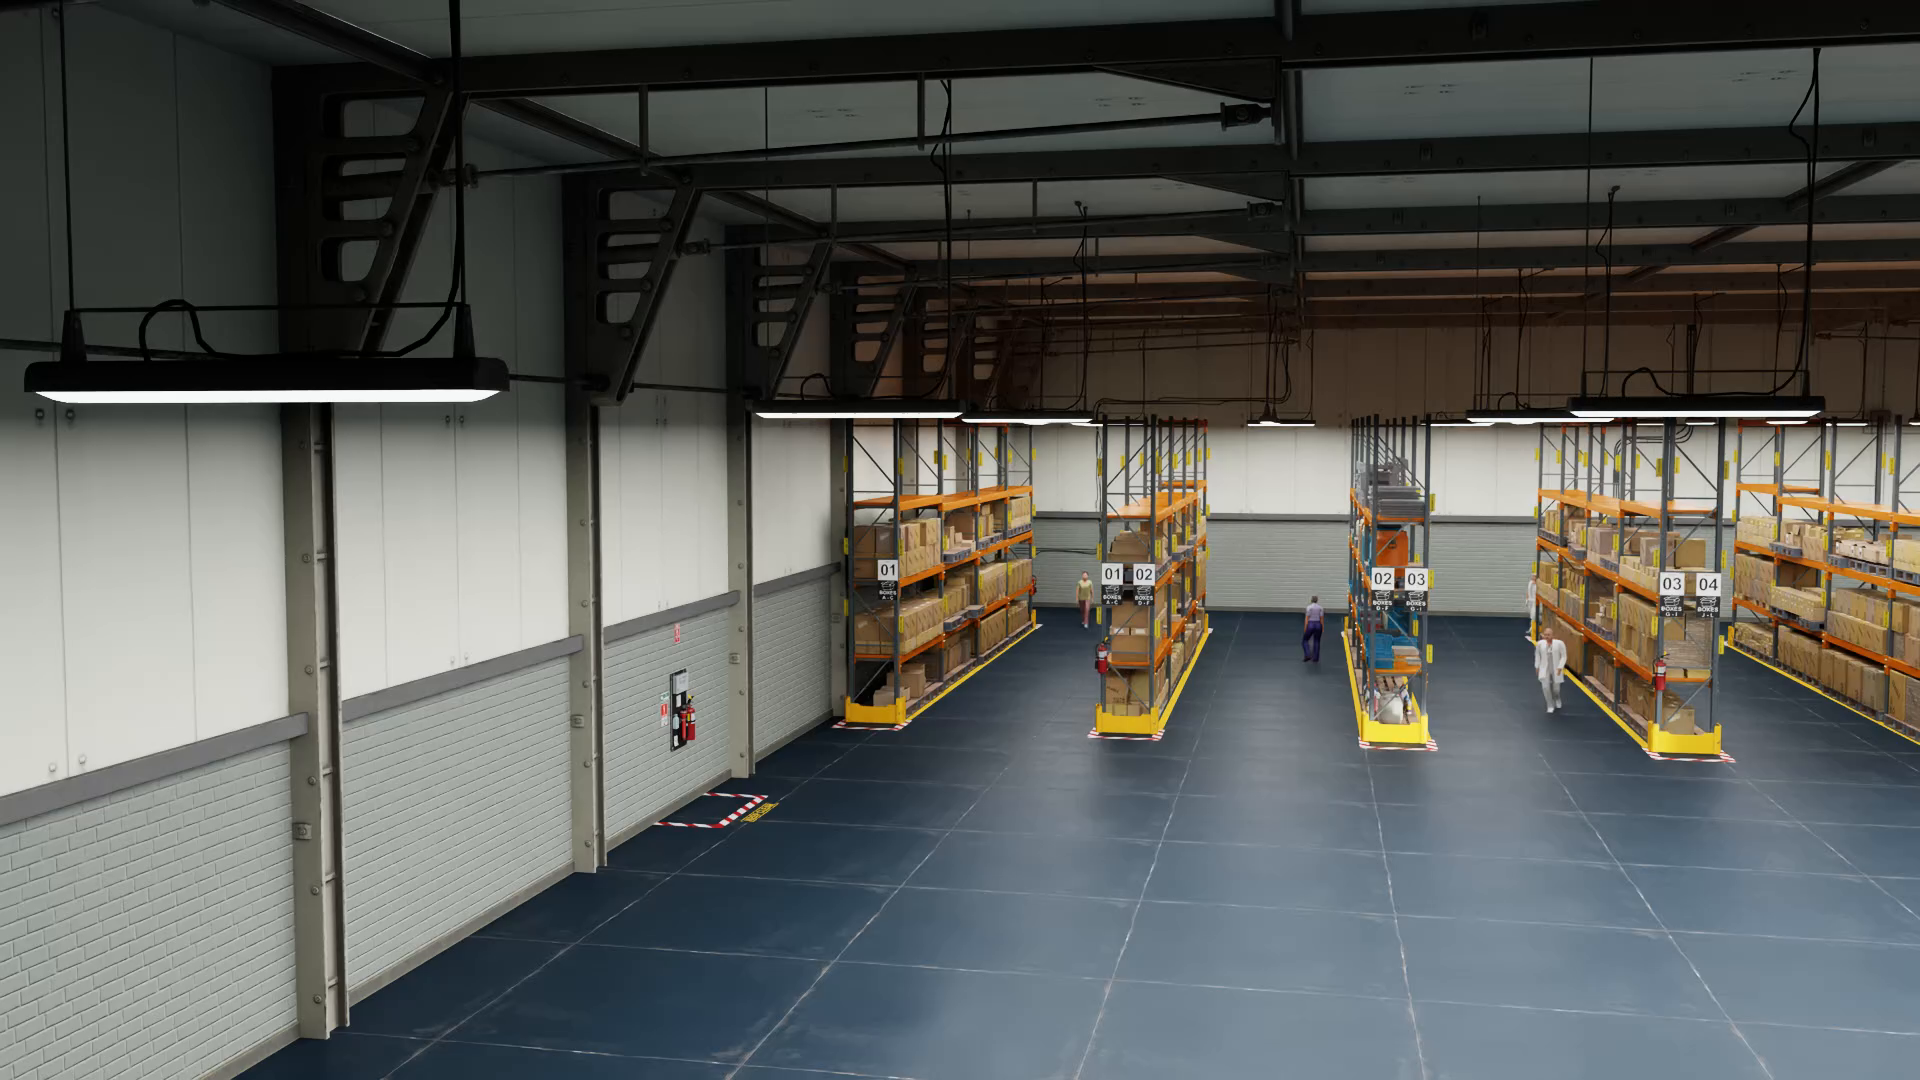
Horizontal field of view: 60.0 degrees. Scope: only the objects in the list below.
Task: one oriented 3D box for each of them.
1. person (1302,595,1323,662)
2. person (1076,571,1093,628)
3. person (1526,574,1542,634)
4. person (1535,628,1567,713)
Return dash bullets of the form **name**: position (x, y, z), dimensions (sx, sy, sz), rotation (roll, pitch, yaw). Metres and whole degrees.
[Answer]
- **person**: position (8.687, 2.202, 40.917), dimensions (0.526, 1.692, 0.381), rotation (-1, 4, -13)
- **person**: position (3.596, 1.708, 48.031), dimensions (0.495, 1.612, 1.082), rotation (1, 4, 9)
- **person**: position (16.150, 1.732, 46.581), dimensions (0.885, 1.766, 0.563), rotation (-2, 4, -26)
- **person**: position (12.020, 2.630, 33.831), dimensions (0.620, 1.695, 0.848), rotation (2, 4, 26)
